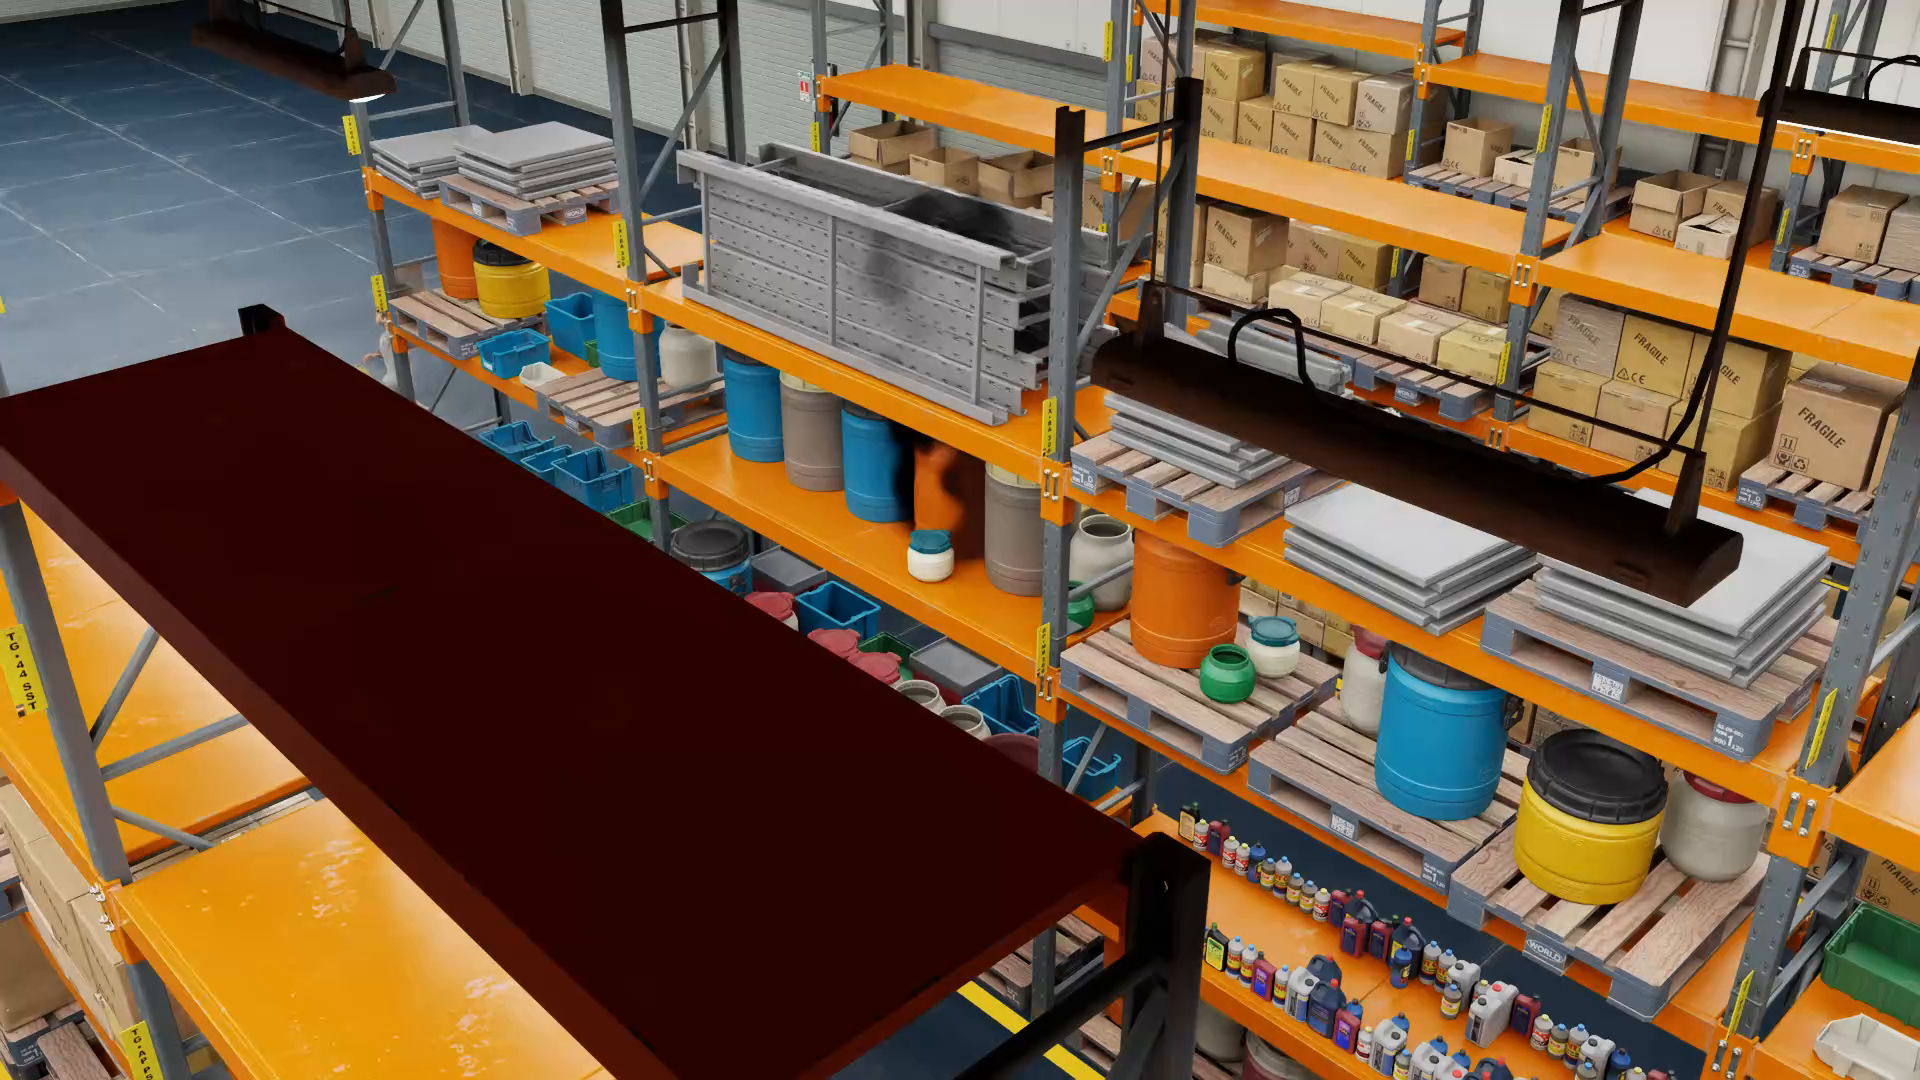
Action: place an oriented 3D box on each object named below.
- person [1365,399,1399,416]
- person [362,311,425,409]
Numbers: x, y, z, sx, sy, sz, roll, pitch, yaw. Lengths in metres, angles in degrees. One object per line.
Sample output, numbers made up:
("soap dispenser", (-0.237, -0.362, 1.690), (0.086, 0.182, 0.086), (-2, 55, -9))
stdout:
("person", (4.048, -0.801, 16.575), (0.694, 1.715, 0.564), (19, 34, 32))
("person", (-6.295, -1.848, 18.581), (0.721, 1.624, 0.589), (-4, 29, -8))
